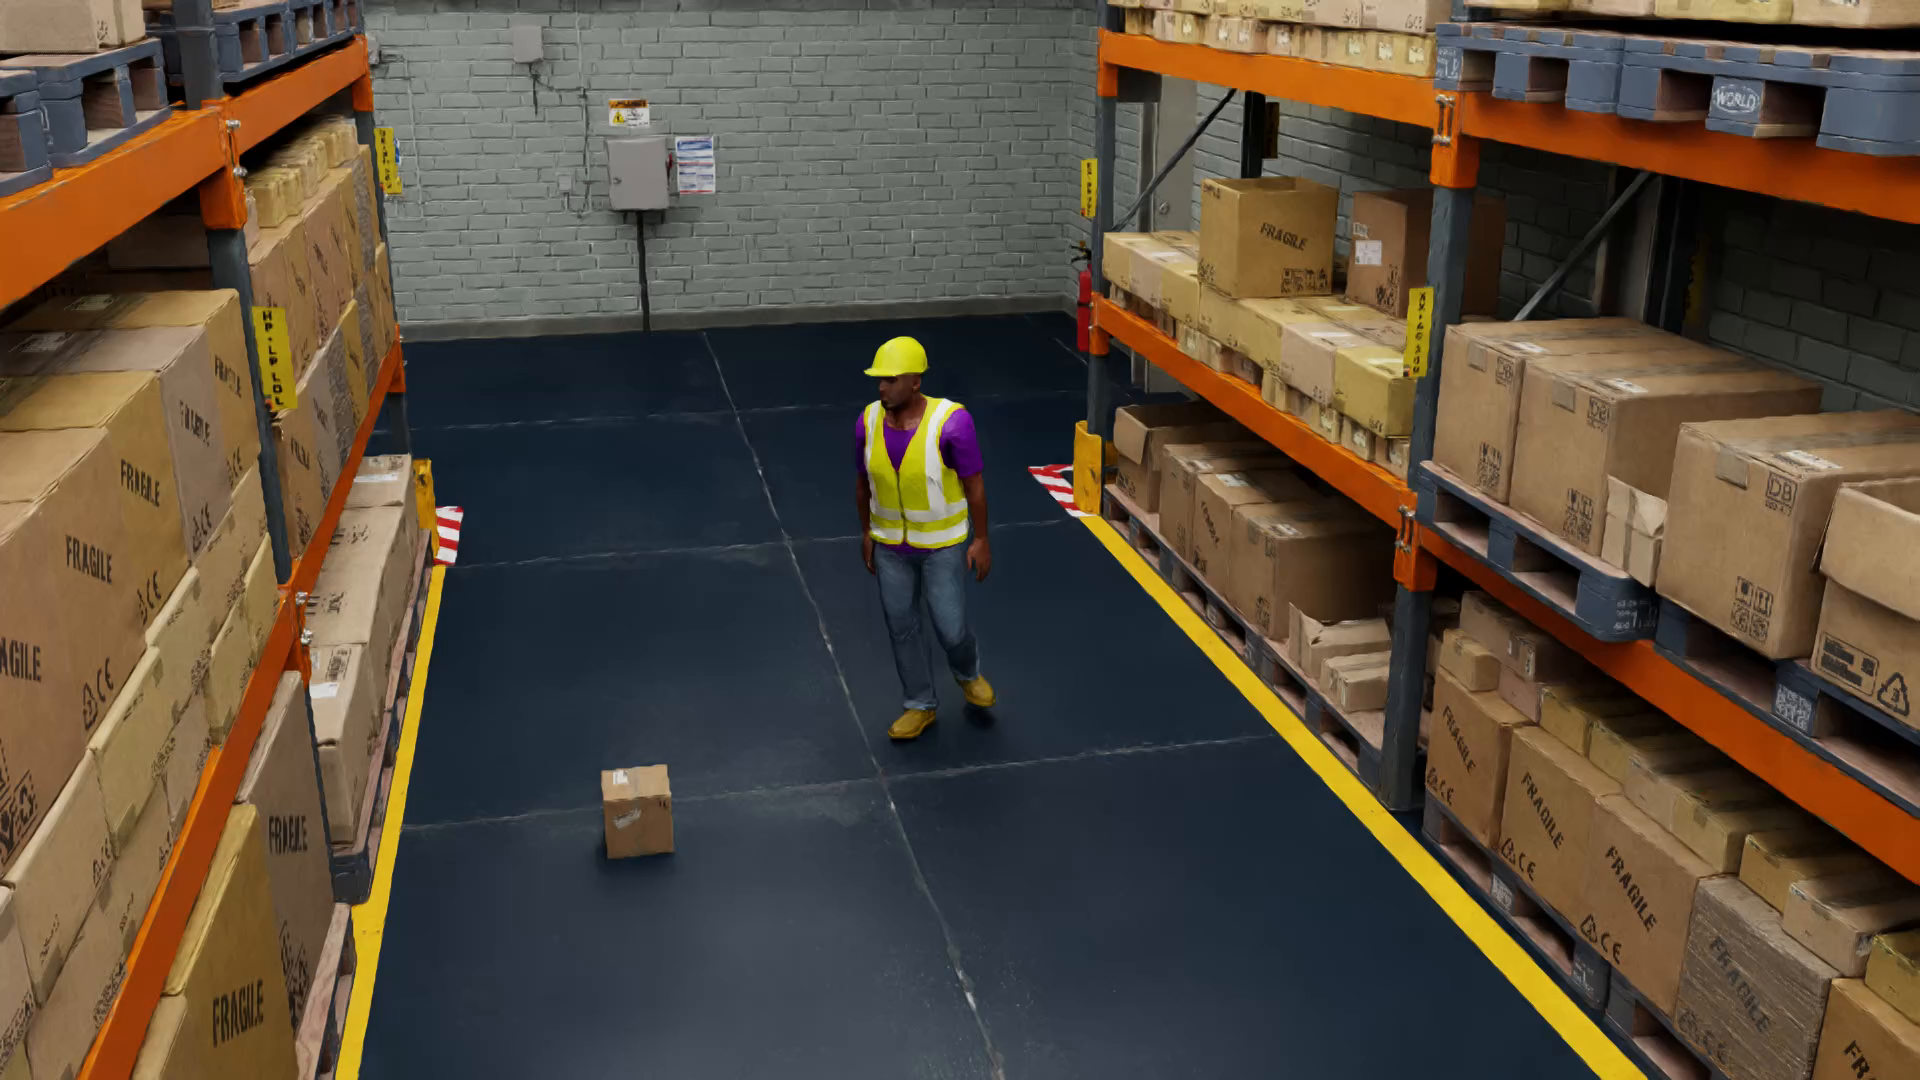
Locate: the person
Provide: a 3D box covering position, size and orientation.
[{"bbox_3d":[-0.149,-0.018,7.087,0.613,1.758,0.575,7,21,20],"label":"person"}]
